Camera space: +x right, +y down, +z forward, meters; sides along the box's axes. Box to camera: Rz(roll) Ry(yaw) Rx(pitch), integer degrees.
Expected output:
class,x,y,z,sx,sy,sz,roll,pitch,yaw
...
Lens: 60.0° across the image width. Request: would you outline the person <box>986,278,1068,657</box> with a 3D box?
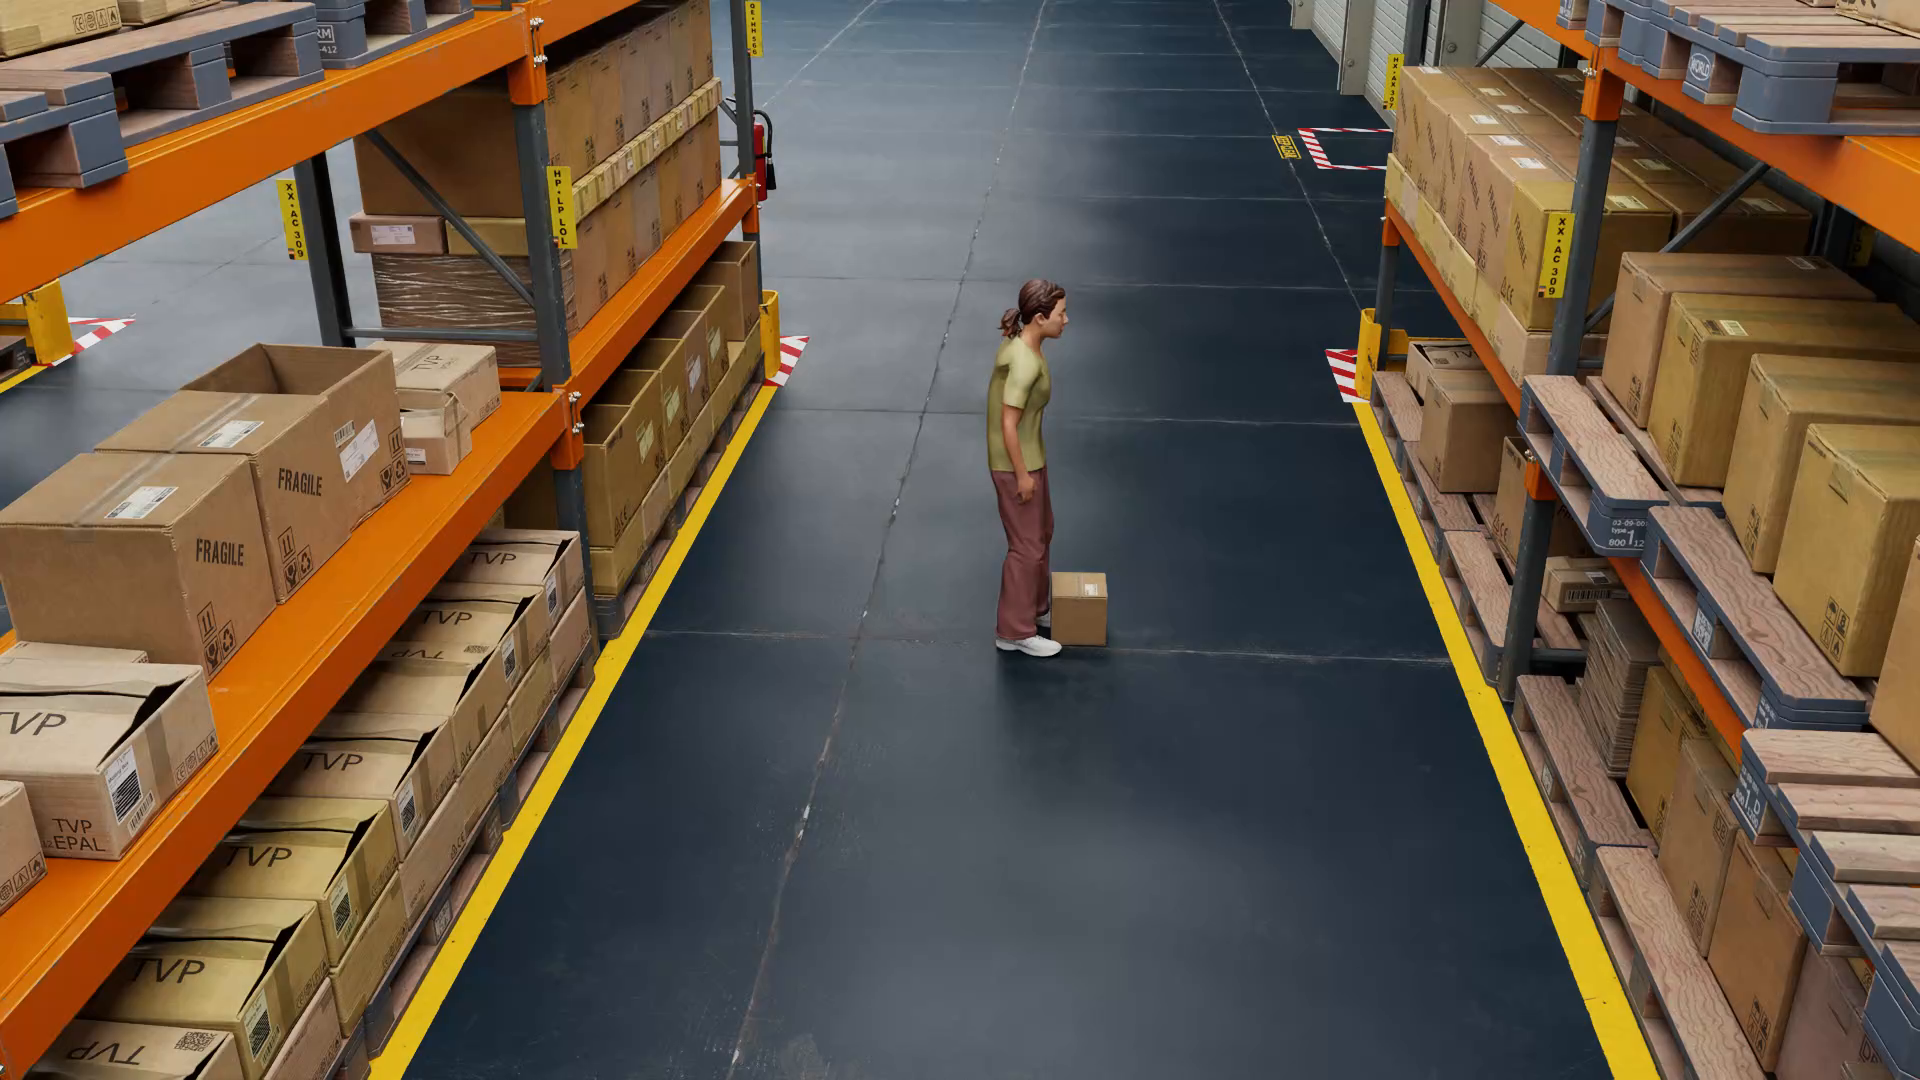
class,x,y,z,sx,sy,sz,roll,pitch,yaw
person,0.319,-0.332,7.332,0.406,1.673,0.498,2,25,4
